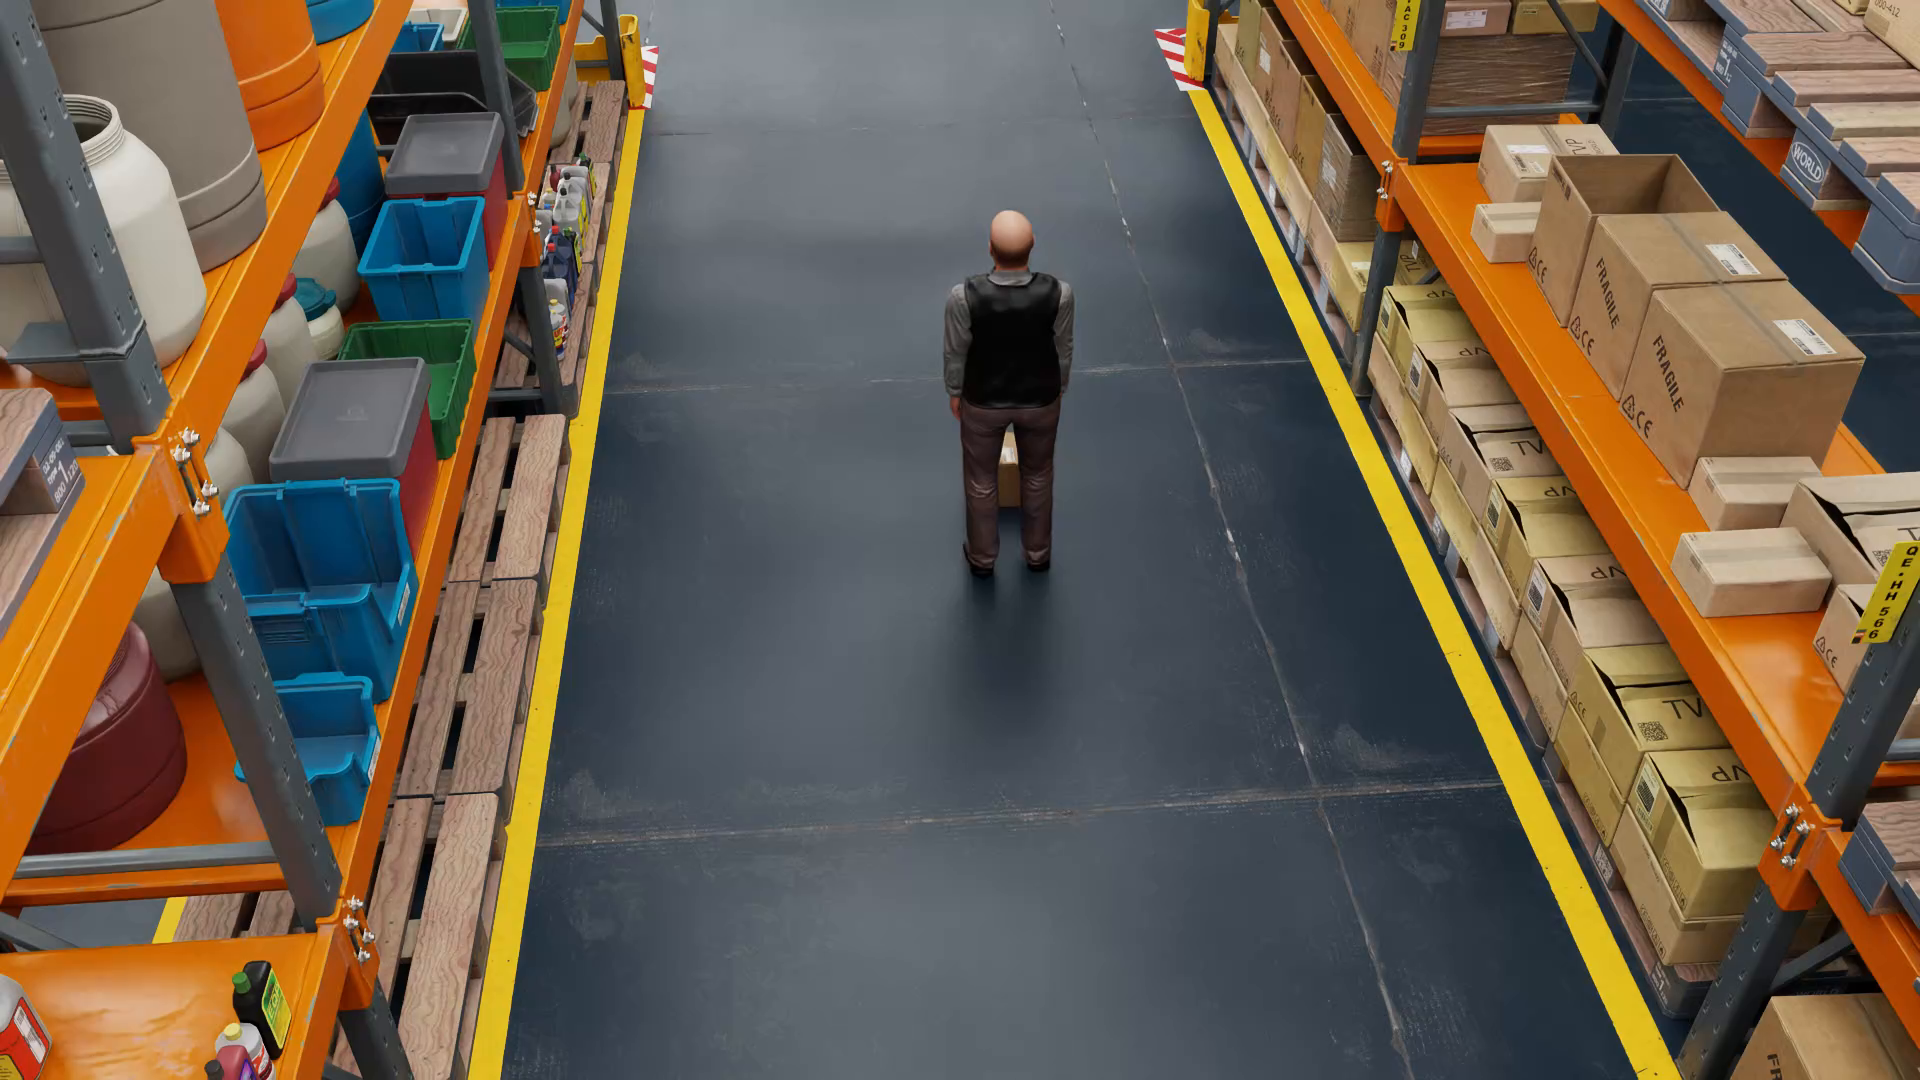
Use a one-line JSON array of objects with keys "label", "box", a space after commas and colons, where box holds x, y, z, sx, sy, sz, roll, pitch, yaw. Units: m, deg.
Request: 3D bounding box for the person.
[{"label": "person", "box": [0.192, -0.592, 6.922, 0.532, 1.727, 0.359, -2, 39, -3]}]
